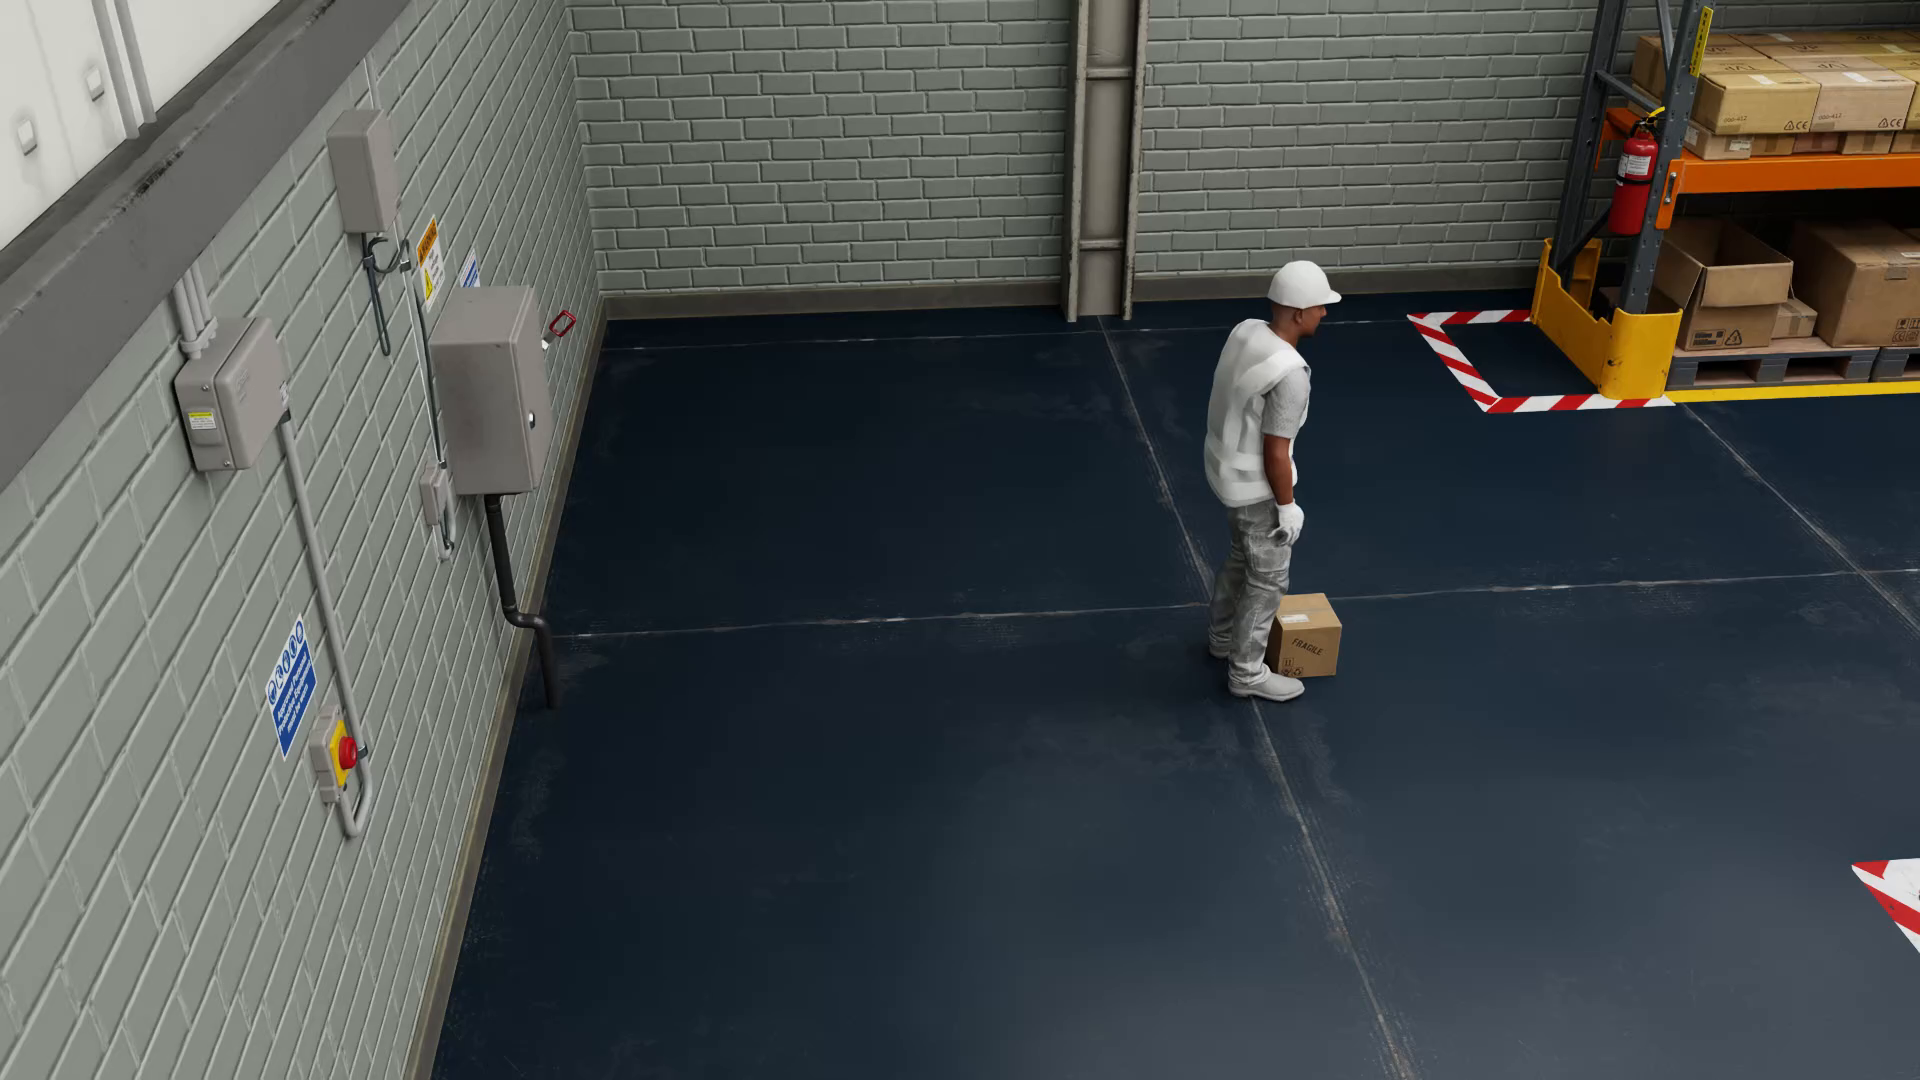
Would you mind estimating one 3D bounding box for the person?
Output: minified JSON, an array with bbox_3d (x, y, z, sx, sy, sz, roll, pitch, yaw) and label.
[{"bbox_3d":[1.193,-0.236,6.519,0.452,1.772,0.615,-4,31,-7],"label":"person"}]
